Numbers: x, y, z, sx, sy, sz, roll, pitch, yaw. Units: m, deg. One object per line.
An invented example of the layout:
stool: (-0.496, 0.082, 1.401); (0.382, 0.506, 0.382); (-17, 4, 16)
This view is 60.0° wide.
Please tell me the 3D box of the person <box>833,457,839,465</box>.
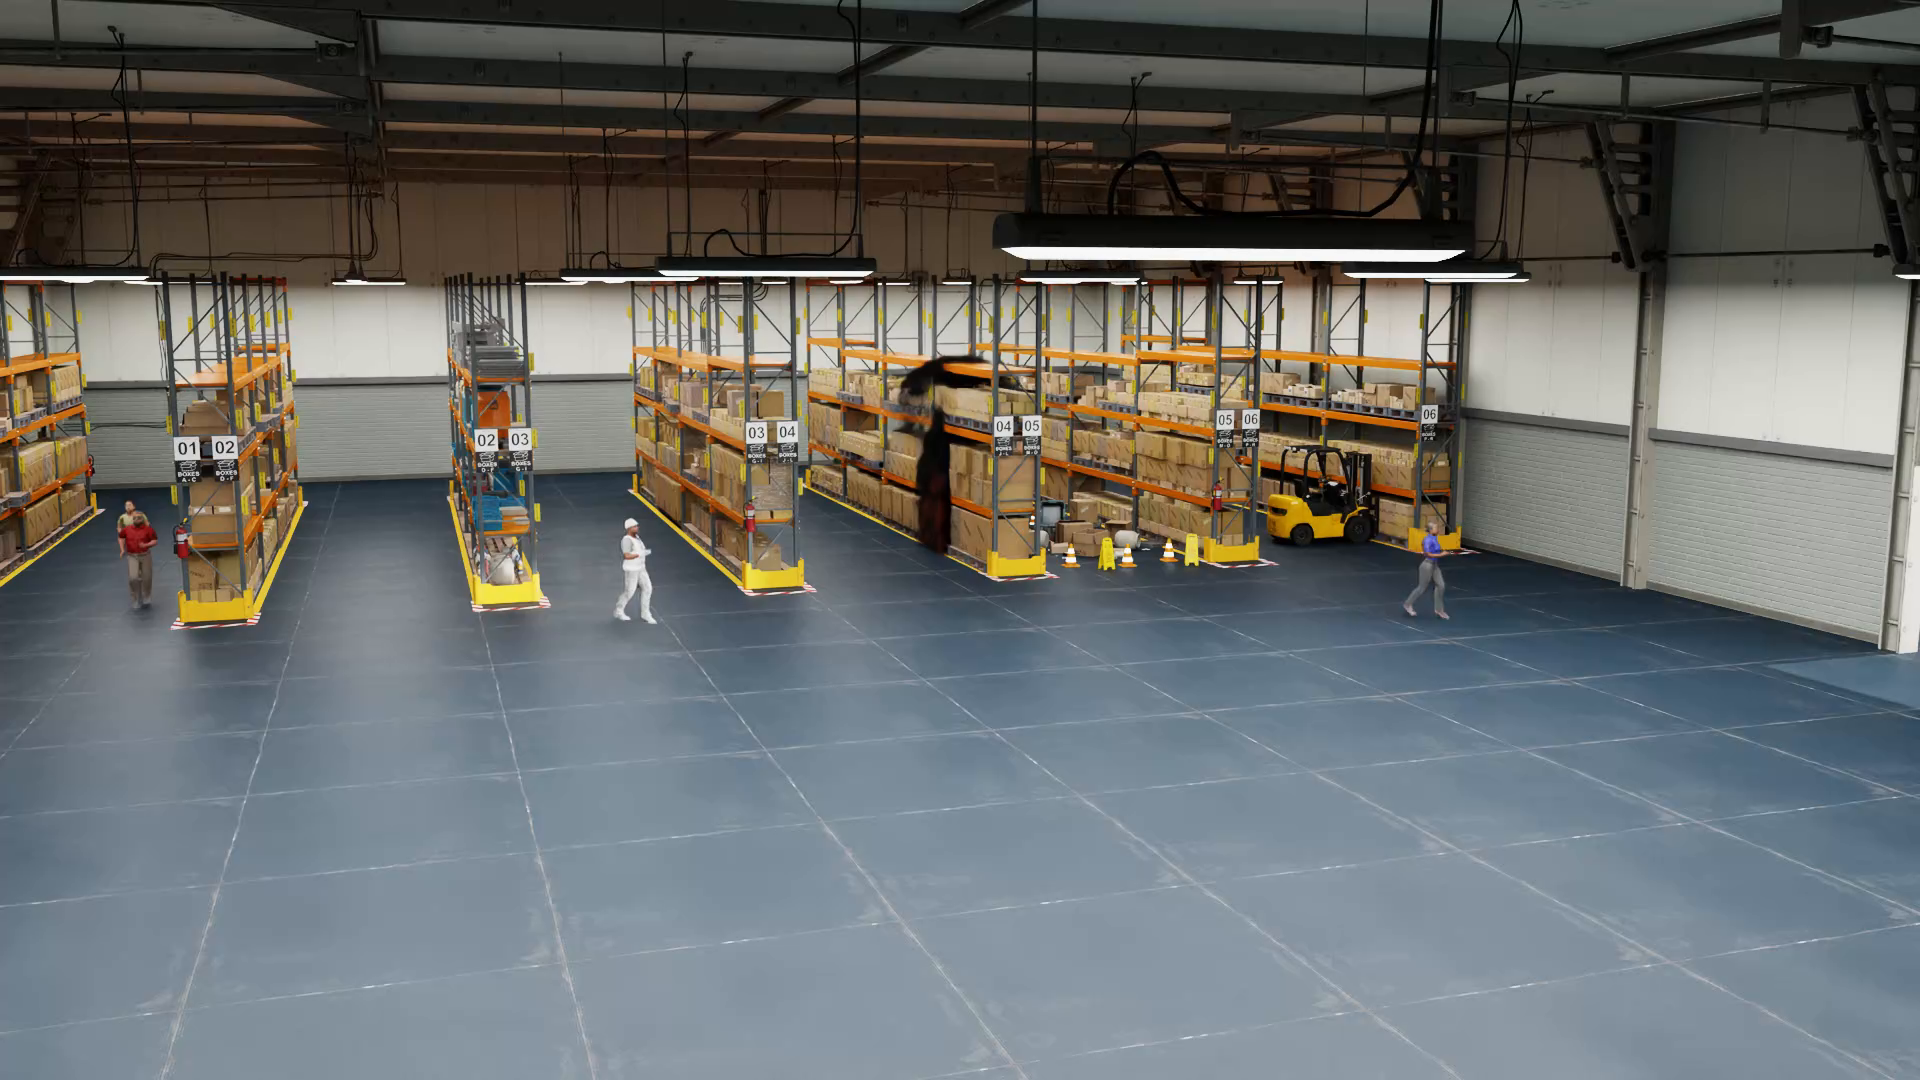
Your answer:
person: (-3.638, -2.651, 49.718); (0.861, 1.777, 0.693); (4, 10, 25)

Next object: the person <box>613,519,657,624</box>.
person: (-5.601, 0.544, 28.516); (0.752, 1.835, 0.644); (2, 9, 15)

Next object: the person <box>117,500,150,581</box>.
person: (-16.167, 0.029, 32.534); (0.586, 1.632, 0.527); (-3, 9, -19)

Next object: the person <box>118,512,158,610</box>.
person: (-14.770, 0.386, 29.931); (0.636, 1.782, 0.735); (-4, 10, -26)

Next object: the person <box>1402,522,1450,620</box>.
person: (8.185, 0.529, 29.054); (0.774, 1.707, 0.603); (5, 10, 32)
